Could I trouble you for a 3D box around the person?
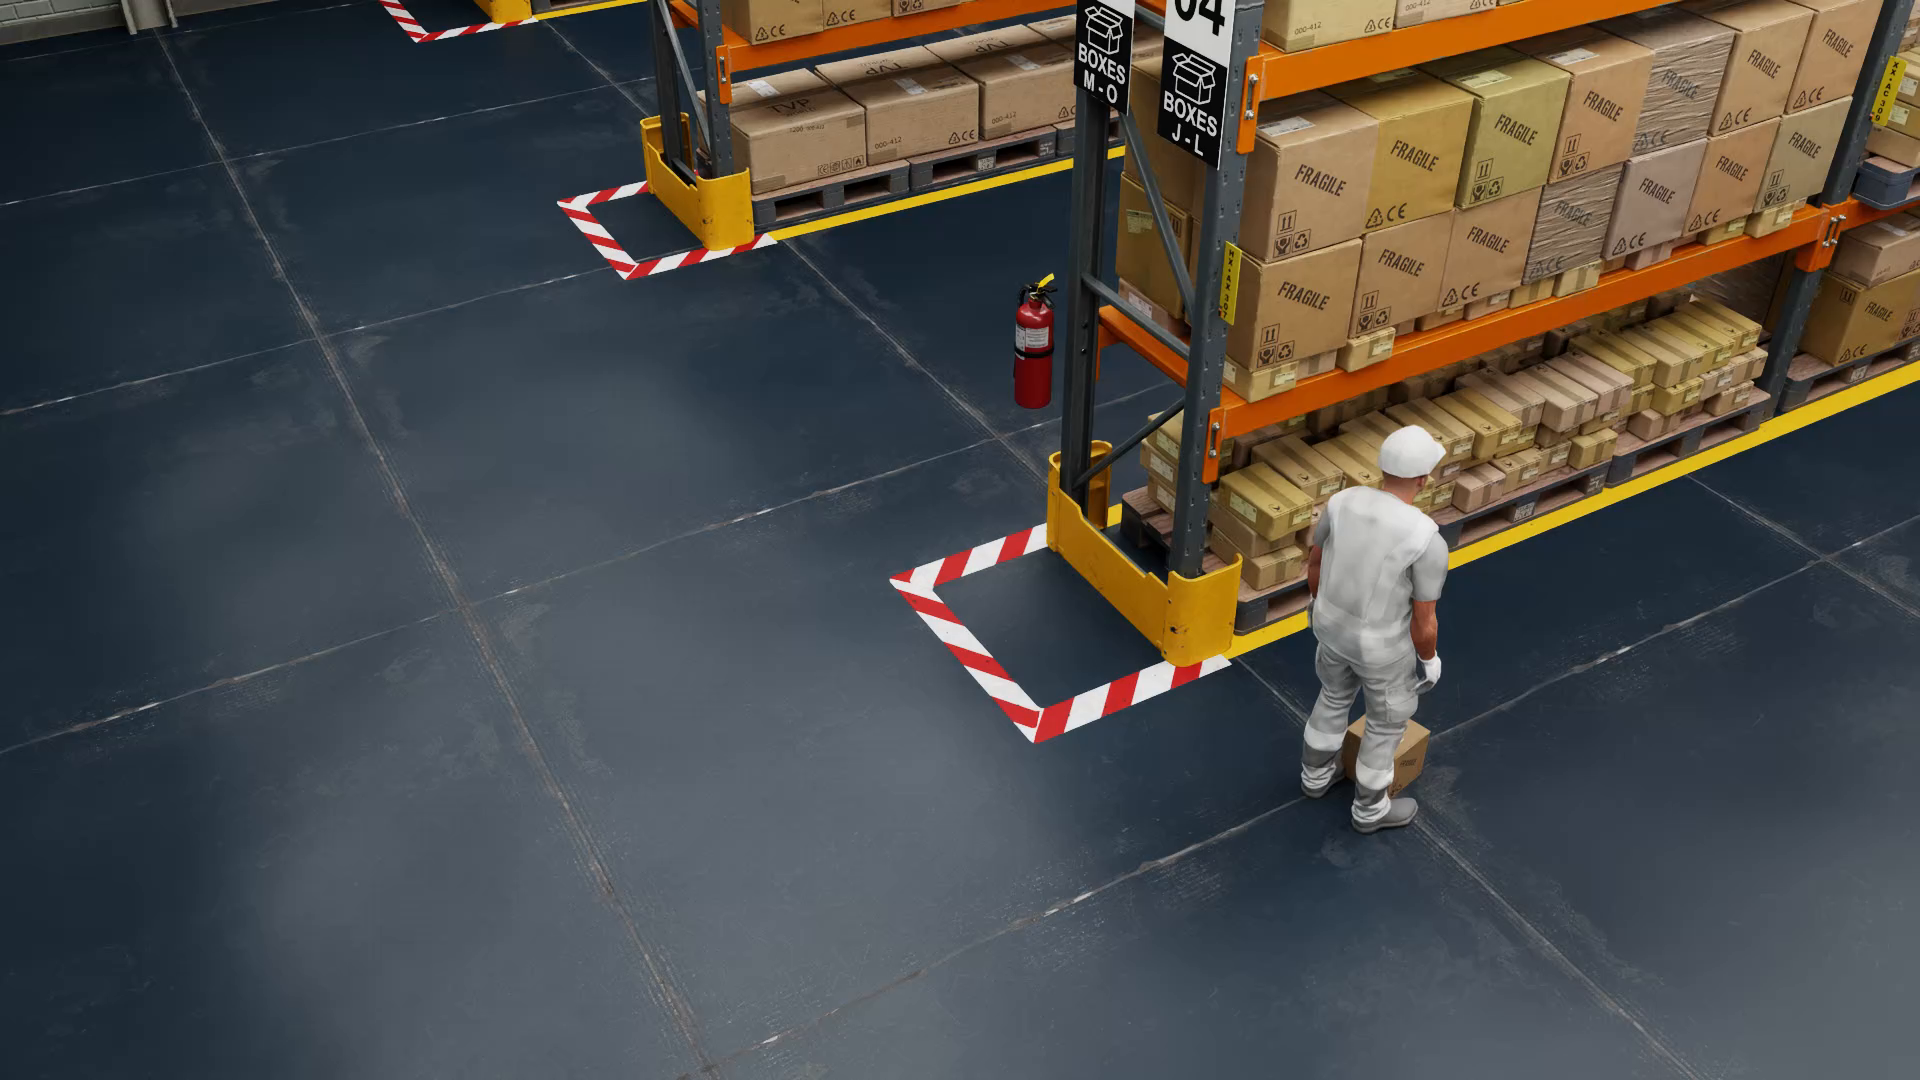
[{"bbox_3d":[1.595,0.357,6.435,0.451,1.778,0.612,-27,44,-31],"label":"person"}]
